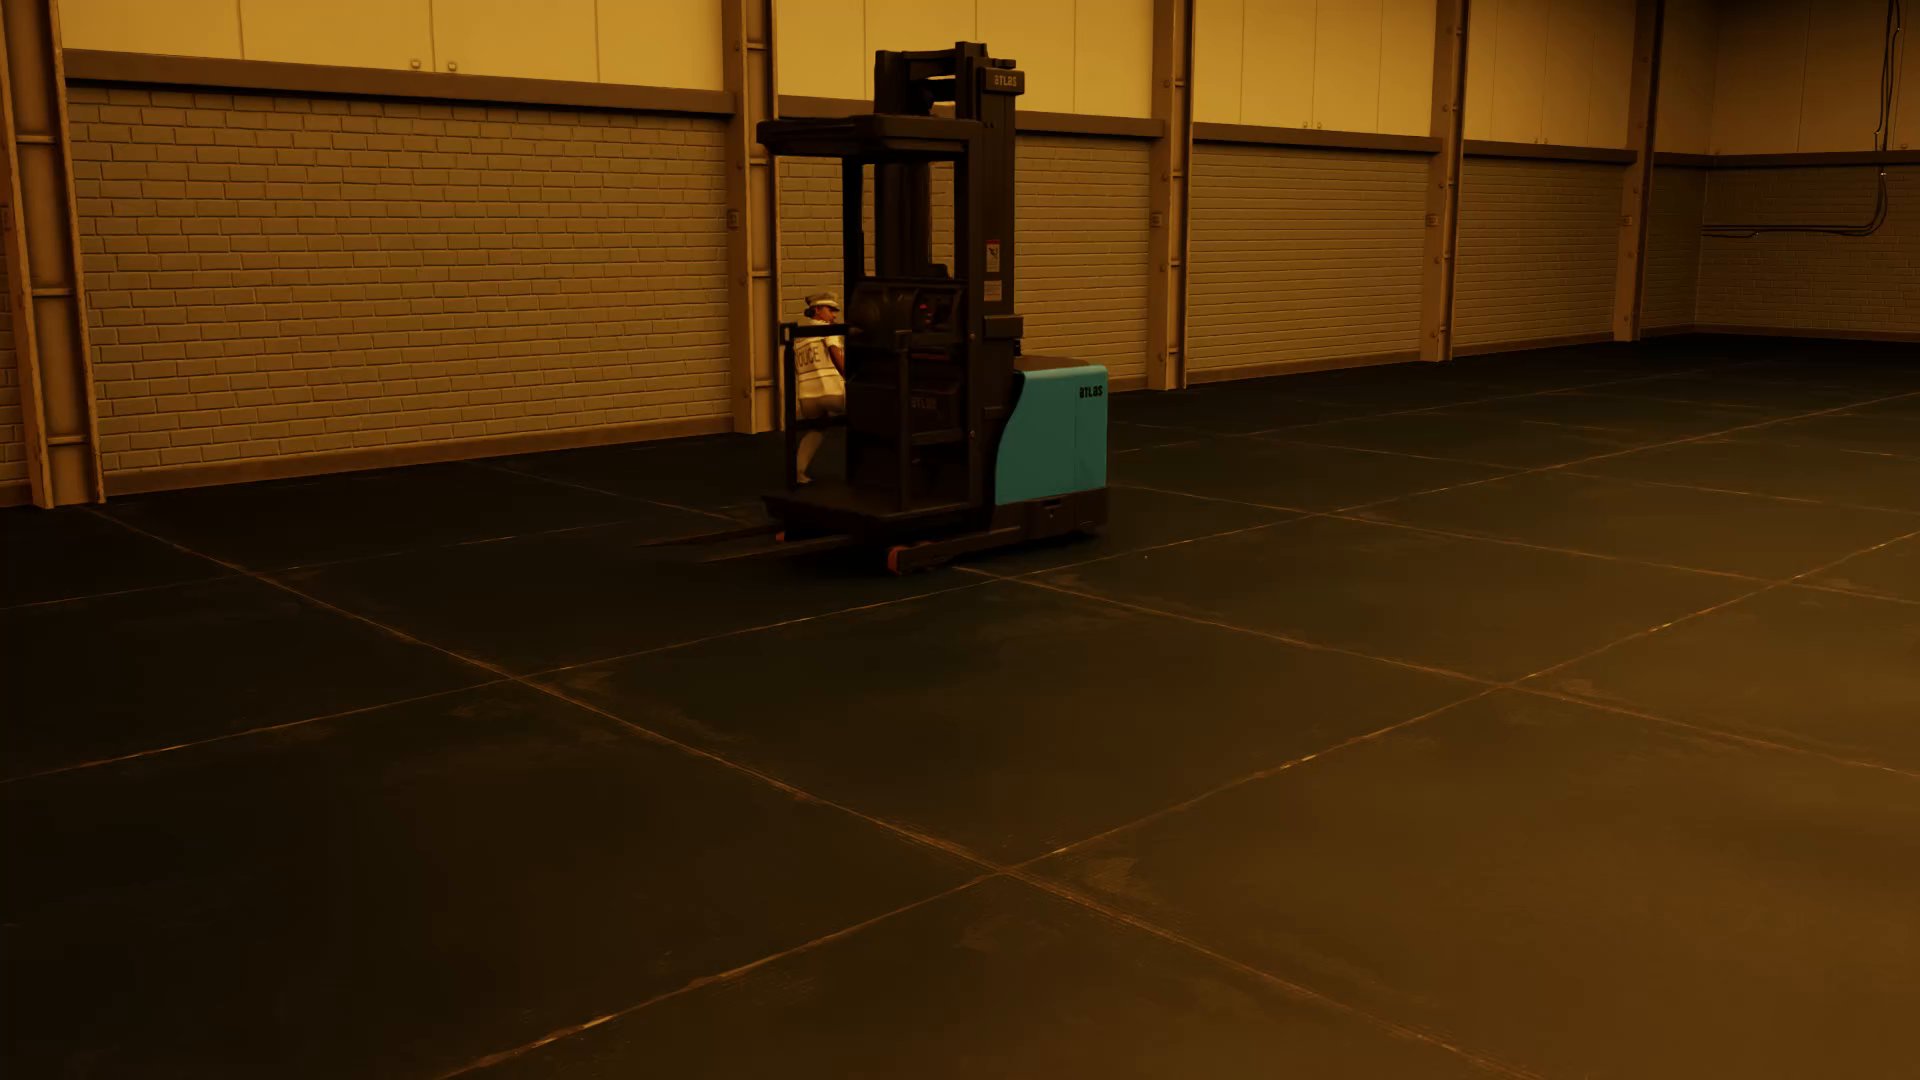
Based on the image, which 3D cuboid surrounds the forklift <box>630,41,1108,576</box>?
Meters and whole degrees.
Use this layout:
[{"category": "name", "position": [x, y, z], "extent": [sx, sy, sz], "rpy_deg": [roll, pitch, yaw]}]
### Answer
[{"category": "forklift", "position": [-0.473, -1.348, 9.584], "extent": [3.031, 2.935, 1.130], "rpy_deg": [-10, 15, -43]}]

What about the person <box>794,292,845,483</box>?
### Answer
[{"category": "person", "position": [-0.947, -1.122, 12.465], "extent": [0.707, 1.461, 0.663], "rpy_deg": [6, 12, 29]}]
